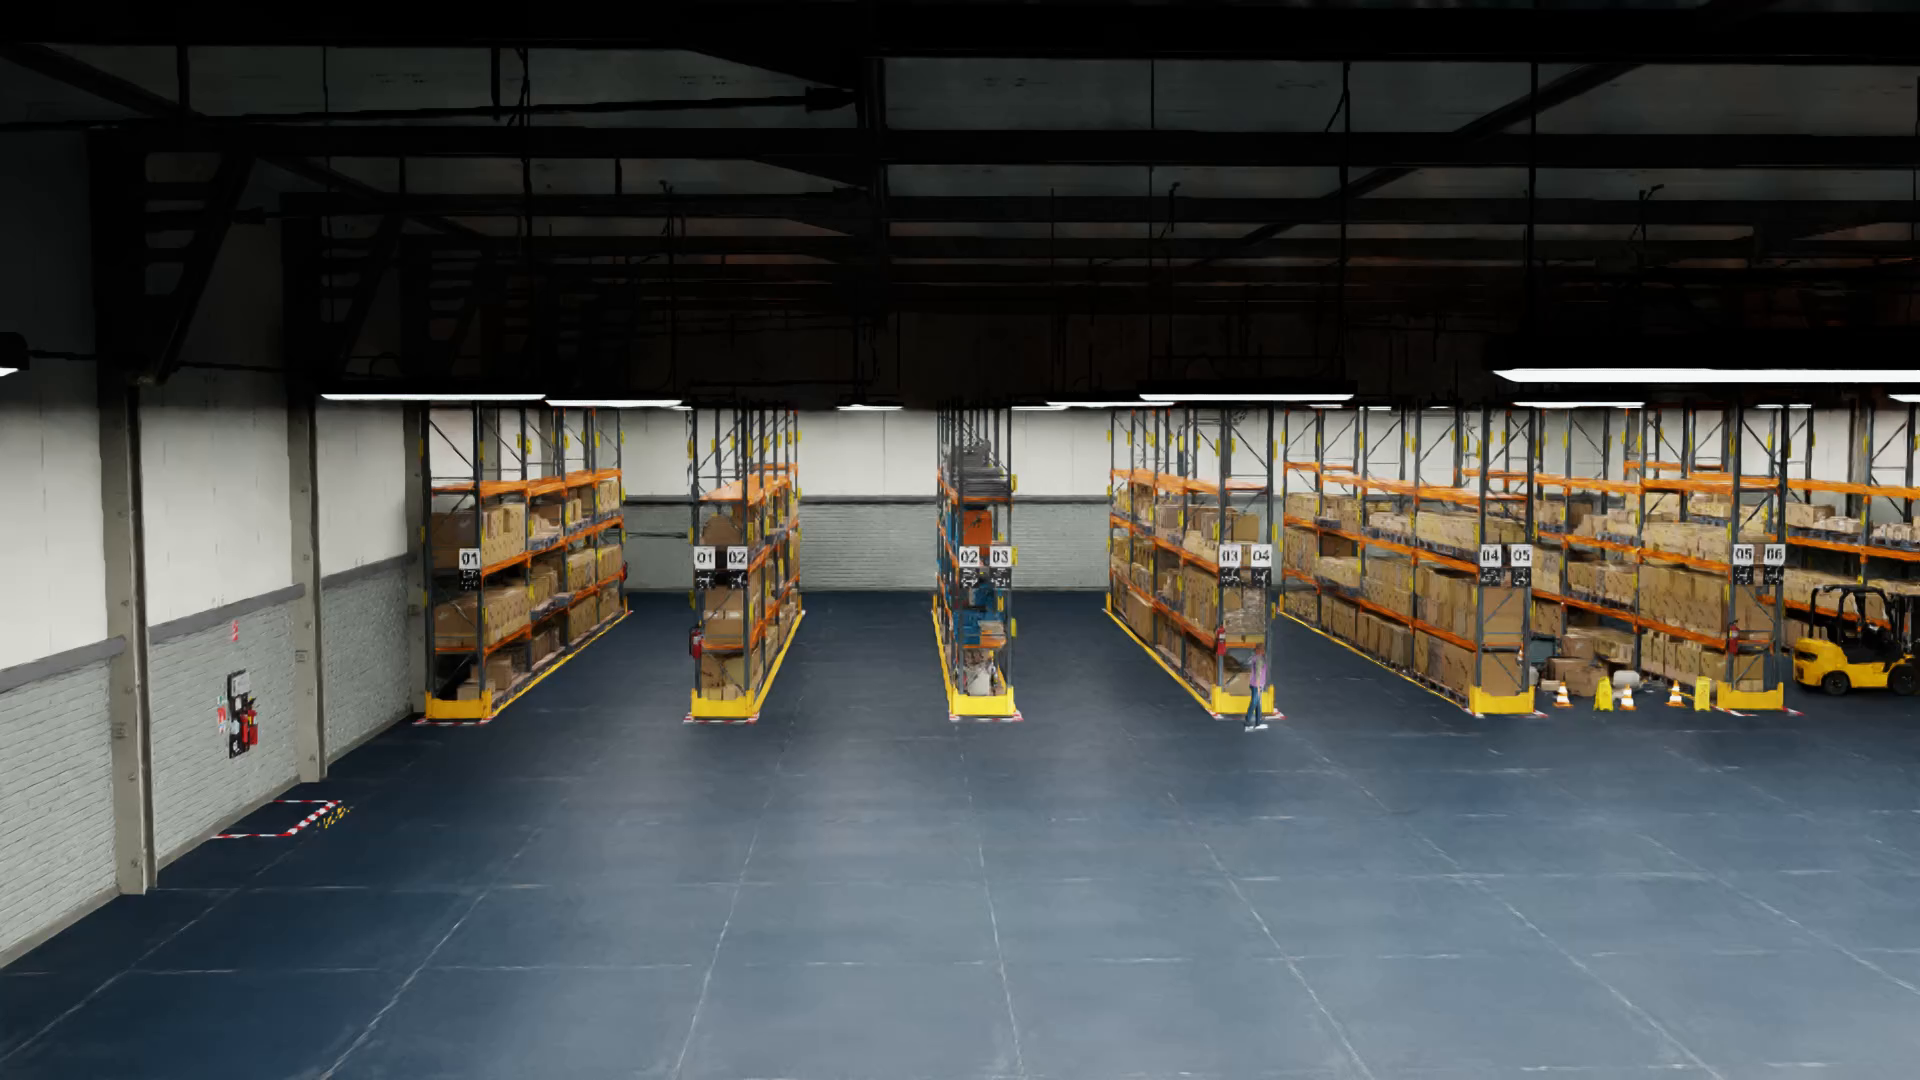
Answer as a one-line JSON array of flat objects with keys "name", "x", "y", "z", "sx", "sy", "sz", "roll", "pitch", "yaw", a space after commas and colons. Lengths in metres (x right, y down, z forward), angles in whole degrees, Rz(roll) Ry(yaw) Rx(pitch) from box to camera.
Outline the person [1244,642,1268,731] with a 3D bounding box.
[{"name": "person", "x": 5.326, "y": 2.622, "z": 29.807, "sx": 0.454, "sy": 1.594, "sz": 0.527, "roll": 0, "pitch": 4, "yaw": 5}]

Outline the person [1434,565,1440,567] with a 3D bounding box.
[{"name": "person", "x": 12.611, "y": 1.478, "z": 44.110, "sx": 0.553, "sy": 1.655, "sz": 0.604, "roll": 2, "pitch": 5, "yaw": 19}]

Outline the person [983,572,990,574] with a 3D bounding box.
[{"name": "person", "x": 0.755, "y": 1.370, "z": 45.544, "sx": 0.679, "sy": 1.662, "sz": 0.833, "roll": -2, "pitch": 5, "yaw": -20}]
